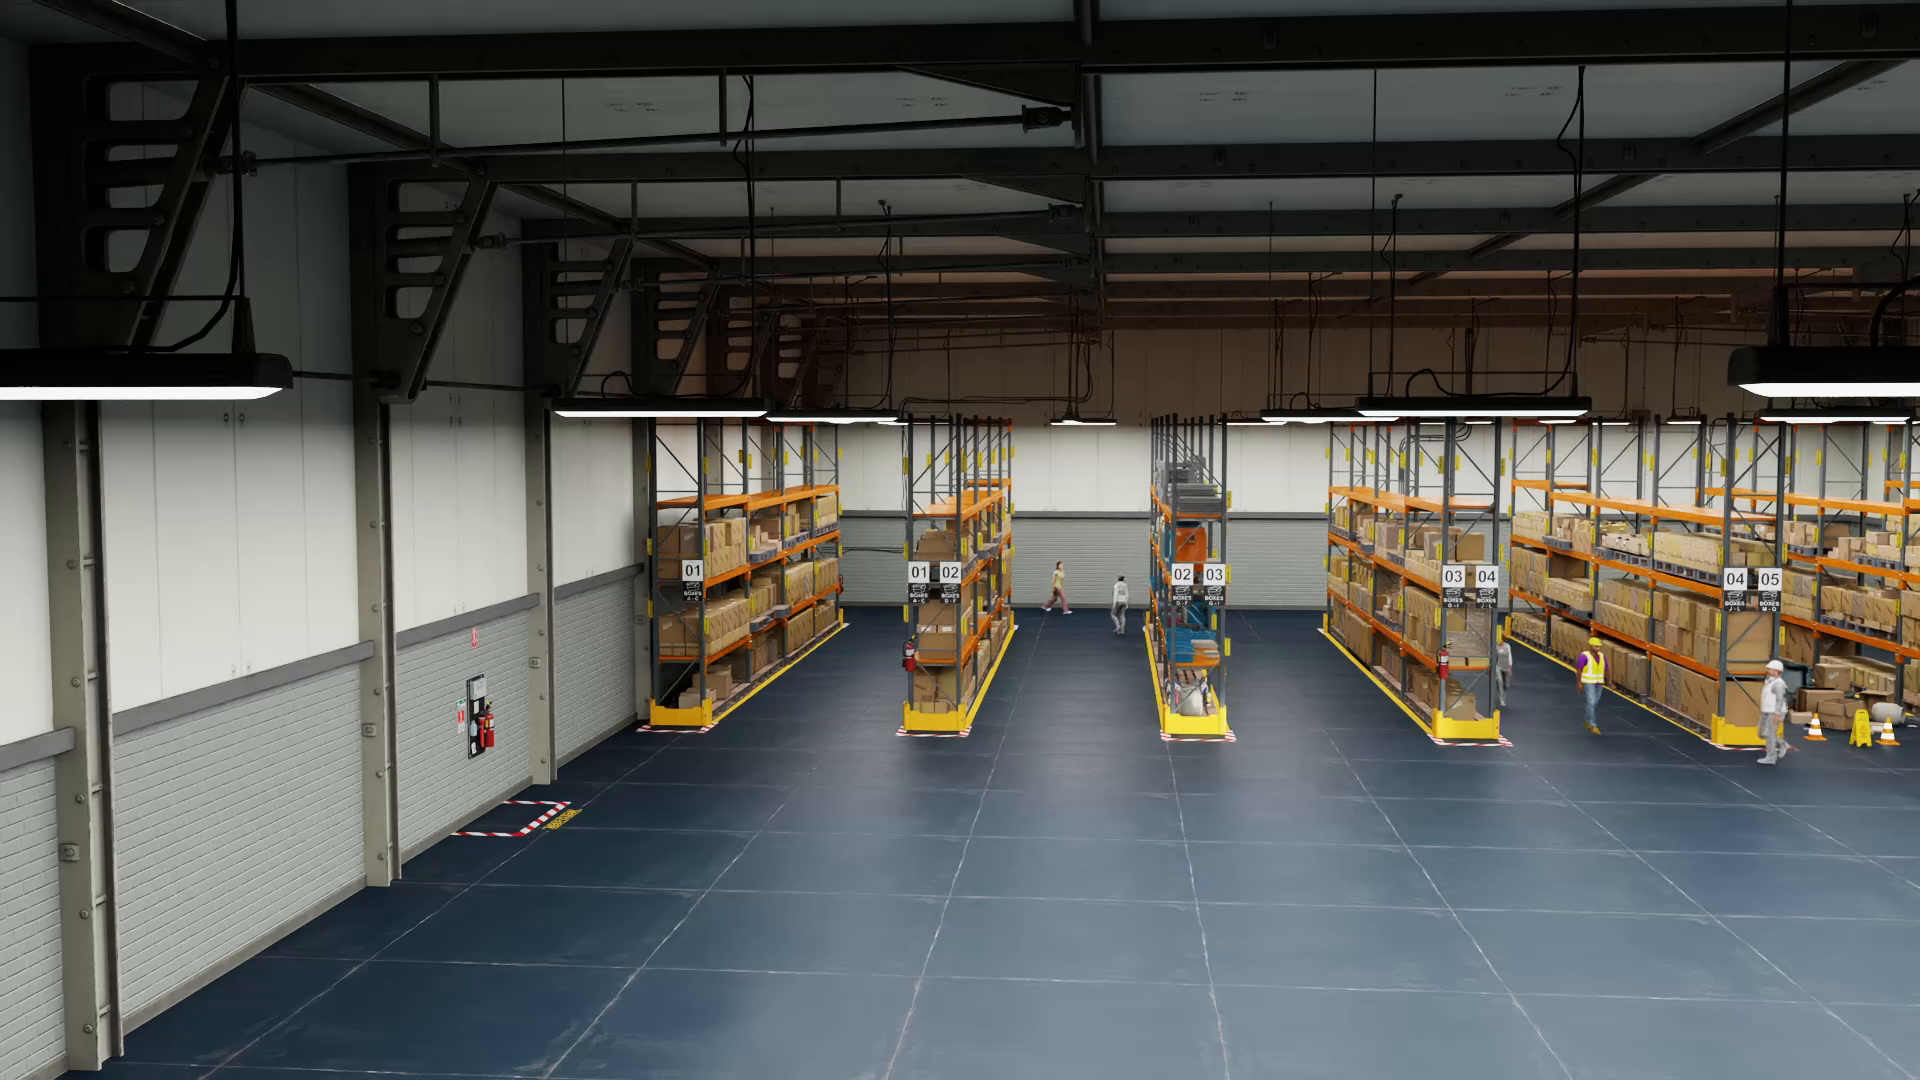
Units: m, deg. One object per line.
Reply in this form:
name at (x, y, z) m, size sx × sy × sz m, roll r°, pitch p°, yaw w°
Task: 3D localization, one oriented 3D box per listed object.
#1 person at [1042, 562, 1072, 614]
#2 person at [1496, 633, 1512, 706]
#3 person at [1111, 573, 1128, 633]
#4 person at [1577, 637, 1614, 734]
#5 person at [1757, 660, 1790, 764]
person at (3.006, 1.467, 51.266) m, size 1.078 × 1.613 × 0.443 m, roll 2°, pitch 4°, yaw 26°
person at (11.230, 2.653, 34.475) m, size 0.407 × 1.477 × 0.904 m, roll 1°, pitch 4°, yaw 12°
person at (4.473, 1.769, 46.292) m, size 0.523 × 1.682 × 0.430 m, roll -2°, pitch 5°, yaw -32°
person at (12.012, 2.726, 31.406) m, size 0.625 × 1.776 × 0.679 m, roll -1°, pitch 4°, yaw -13°
person at (13.868, 2.922, 28.267) m, size 0.606 × 1.764 × 0.546 m, roll 0°, pitch 4°, yaw 1°
